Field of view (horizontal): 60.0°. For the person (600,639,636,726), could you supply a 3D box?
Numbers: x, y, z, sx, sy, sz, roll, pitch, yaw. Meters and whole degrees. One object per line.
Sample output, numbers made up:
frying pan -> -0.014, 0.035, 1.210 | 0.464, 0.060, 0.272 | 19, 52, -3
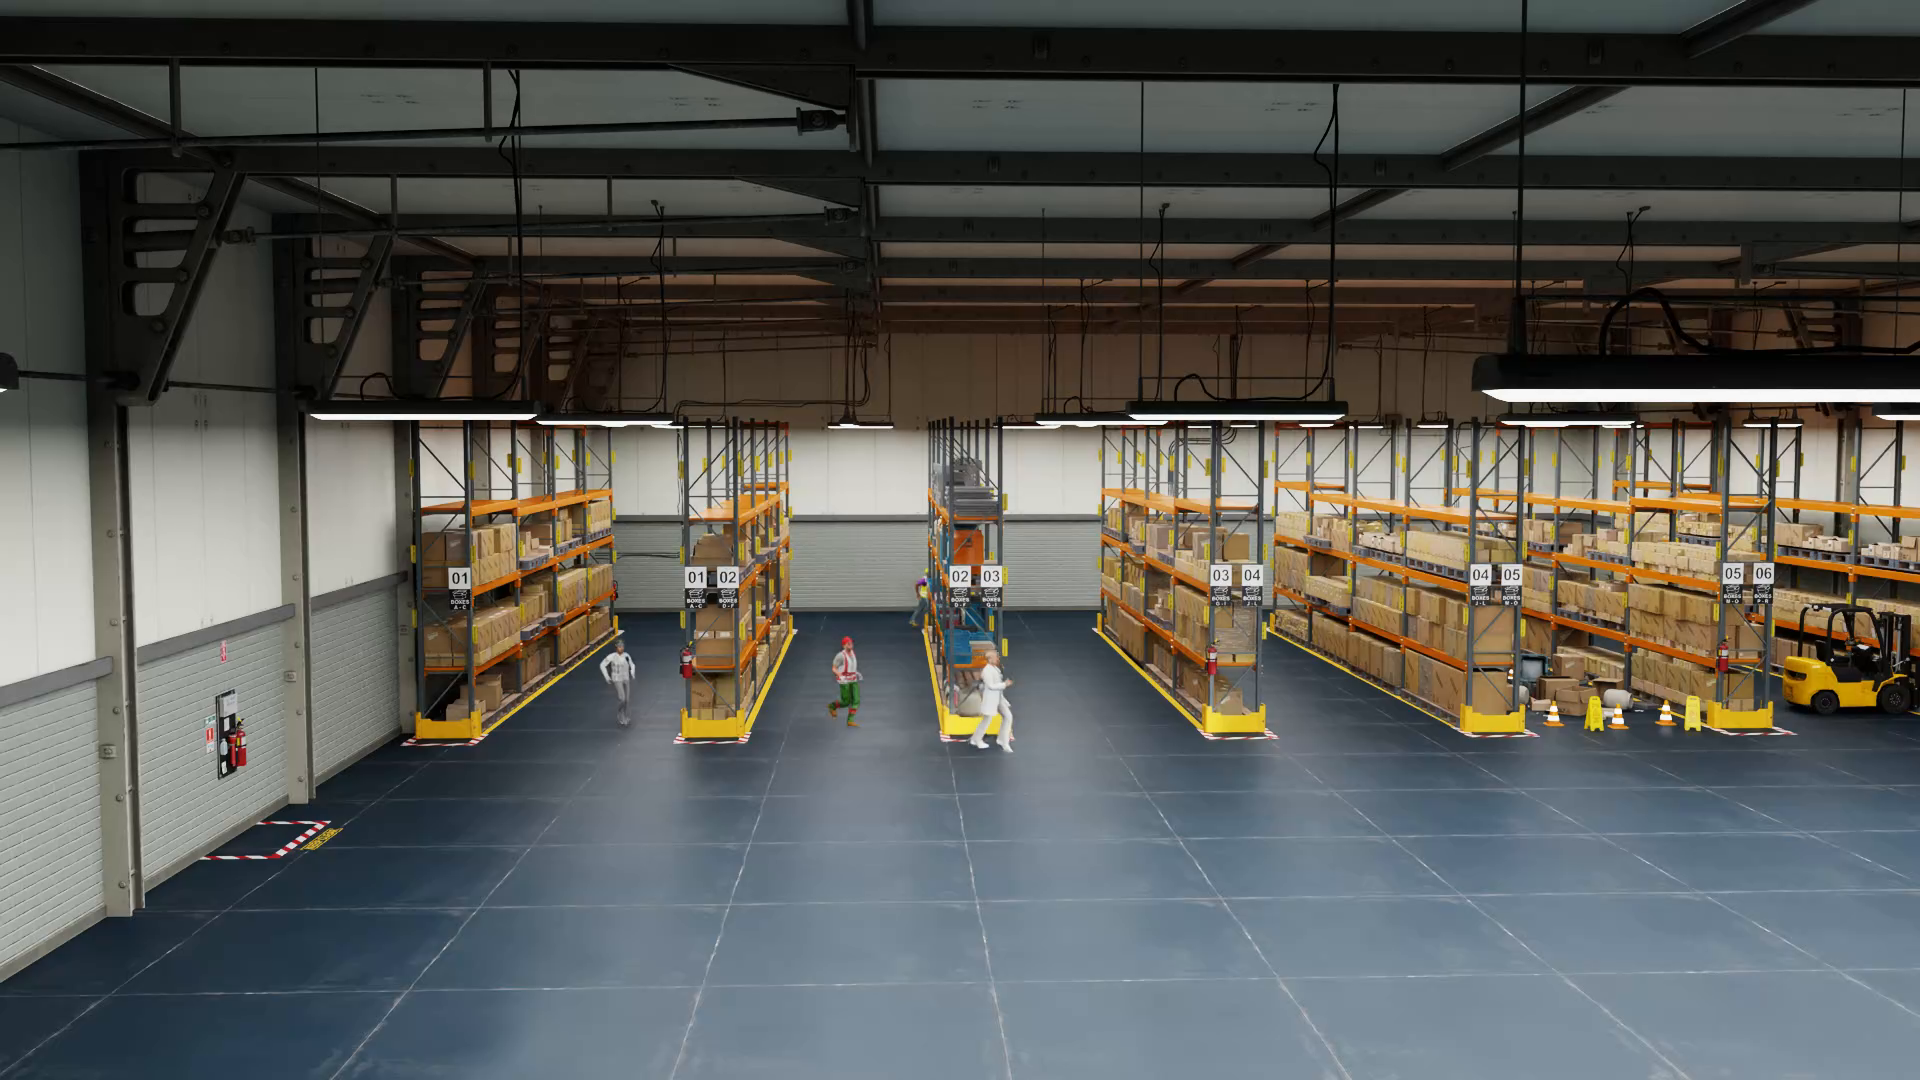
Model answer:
person -> -6.626, 2.773, 32.415 | 0.674, 1.698, 0.598 | -3, 5, -36

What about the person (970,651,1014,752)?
person -> 0.558, 2.905, 29.693 | 0.833, 1.848, 0.634 | 2, 4, 28

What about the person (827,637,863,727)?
person -> -2.241, 2.748, 32.374 | 0.750, 1.741, 0.668 | 3, 5, 40

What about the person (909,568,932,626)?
person -> -1.013, 1.676, 48.315 | 0.977, 1.733, 0.708 | 1, 4, 10
